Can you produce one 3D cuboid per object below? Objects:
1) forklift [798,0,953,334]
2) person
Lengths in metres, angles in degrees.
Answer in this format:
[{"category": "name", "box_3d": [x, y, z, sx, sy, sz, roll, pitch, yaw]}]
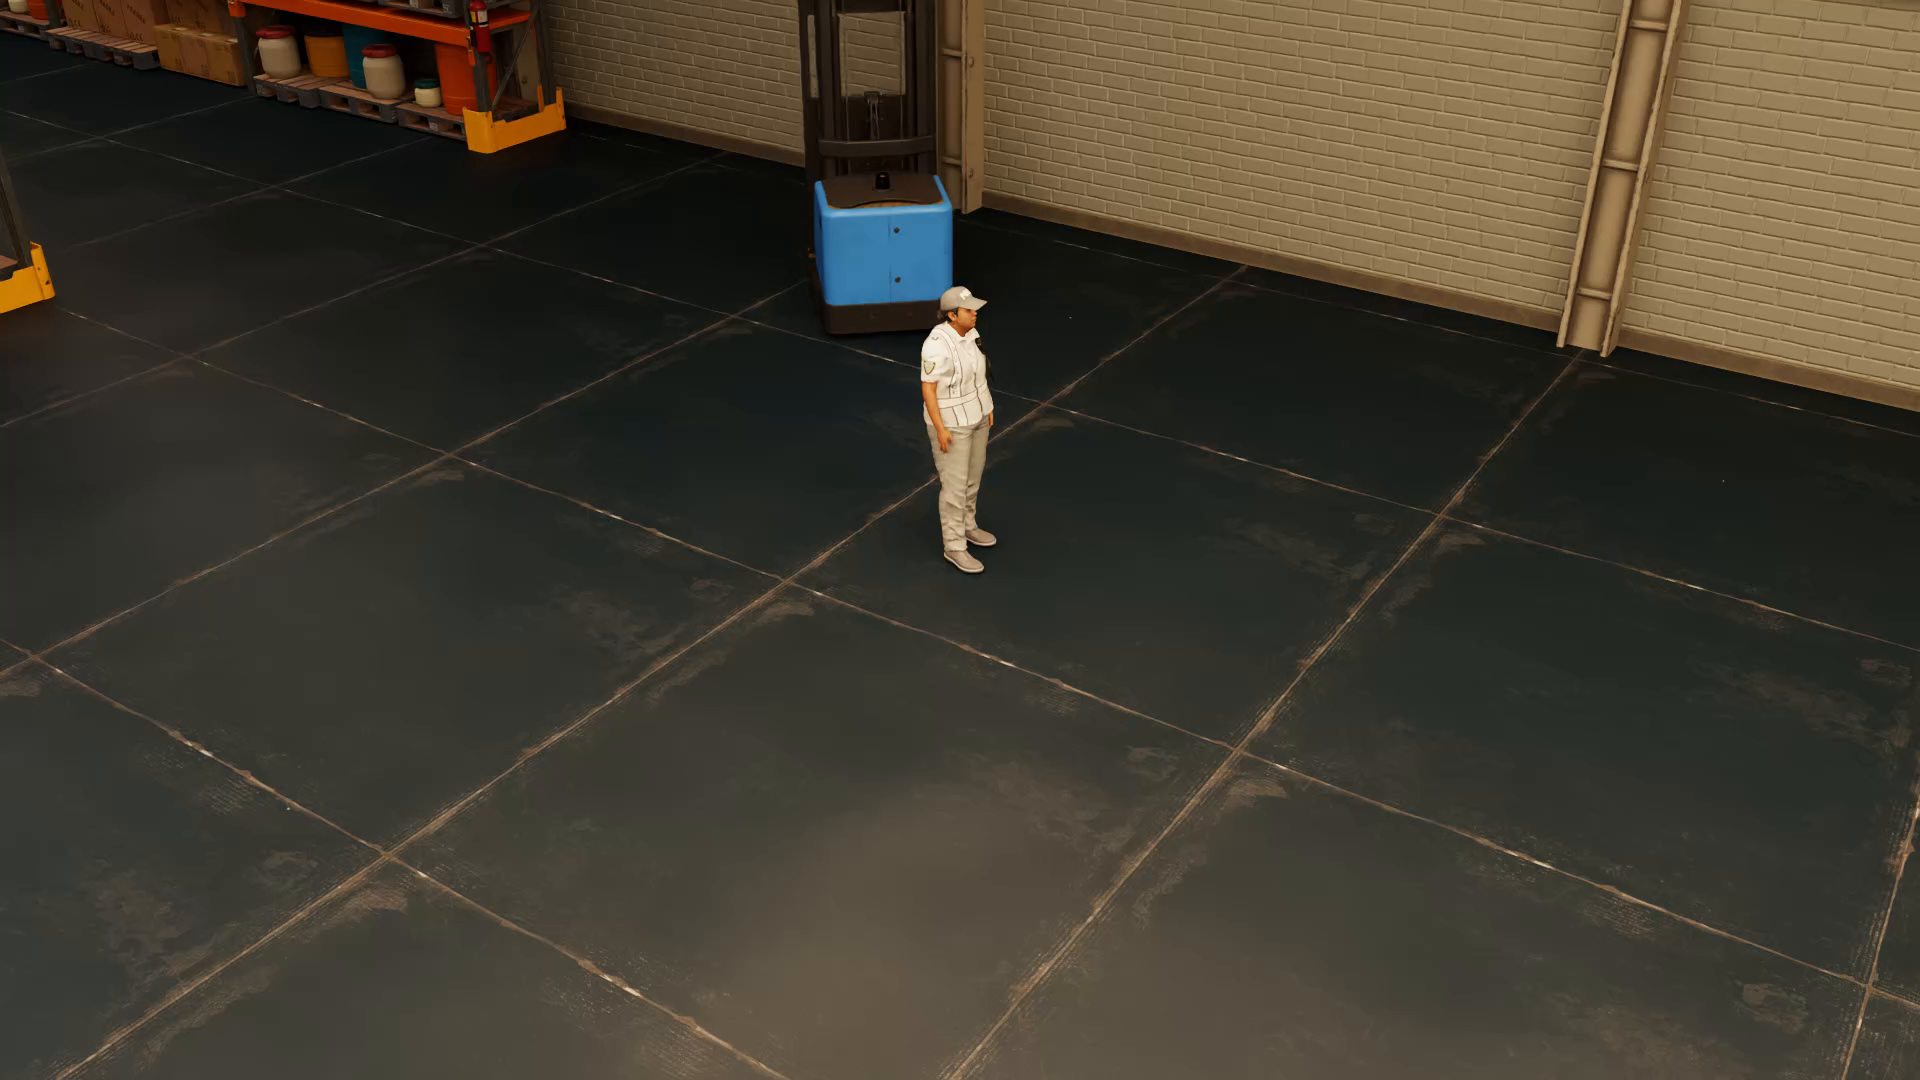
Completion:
[{"category": "forklift", "box_3d": [-0.775, -3.615, 13.806, 1.130, 2.935, 3.031, -4, 30, -8]}, {"category": "person", "box_3d": [0.051, -0.696, 10.024, 0.529, 1.670, 0.598, 19, 35, 29]}]
